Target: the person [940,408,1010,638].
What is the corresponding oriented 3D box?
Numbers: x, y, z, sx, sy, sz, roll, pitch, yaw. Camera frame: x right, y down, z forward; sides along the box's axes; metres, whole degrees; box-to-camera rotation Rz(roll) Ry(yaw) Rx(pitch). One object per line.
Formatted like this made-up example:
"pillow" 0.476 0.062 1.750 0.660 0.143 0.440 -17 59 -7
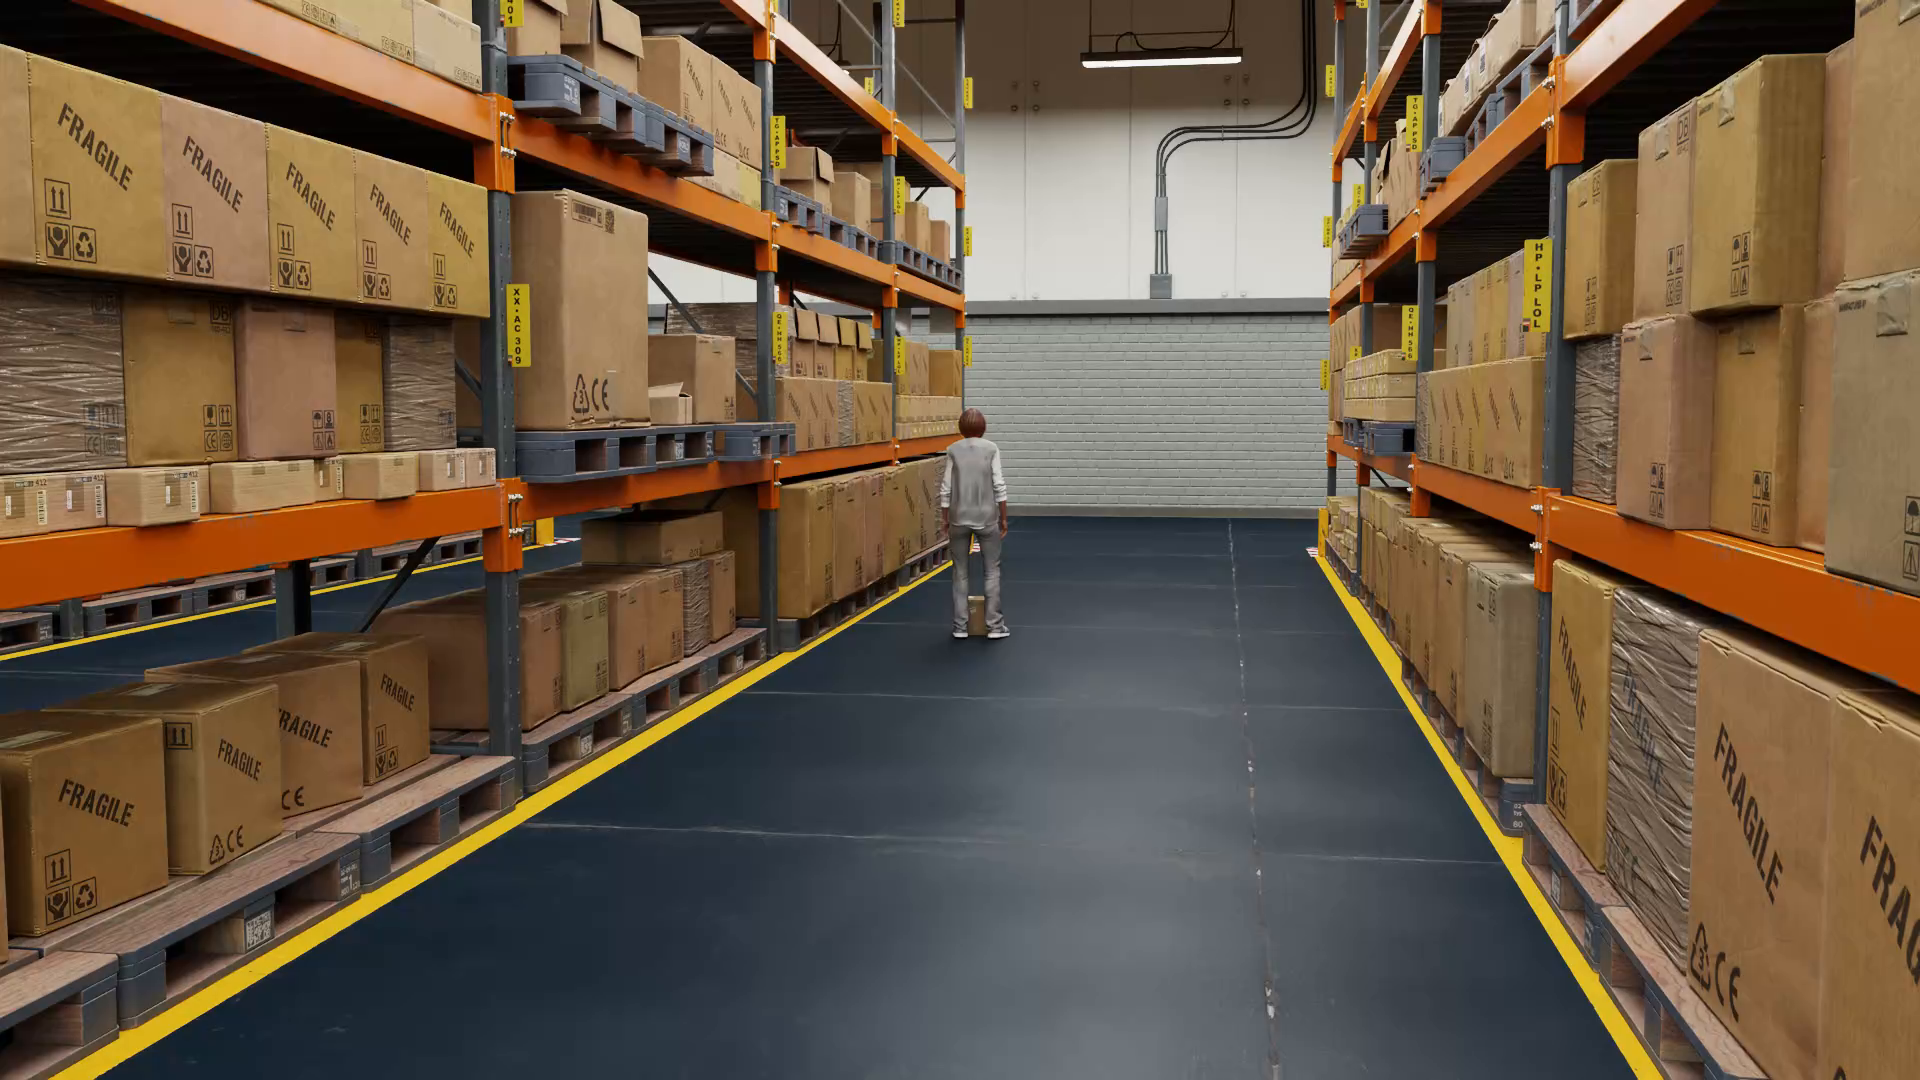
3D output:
"person" 0.101 -0.114 11.518 0.472 1.593 0.350 1 5 8
